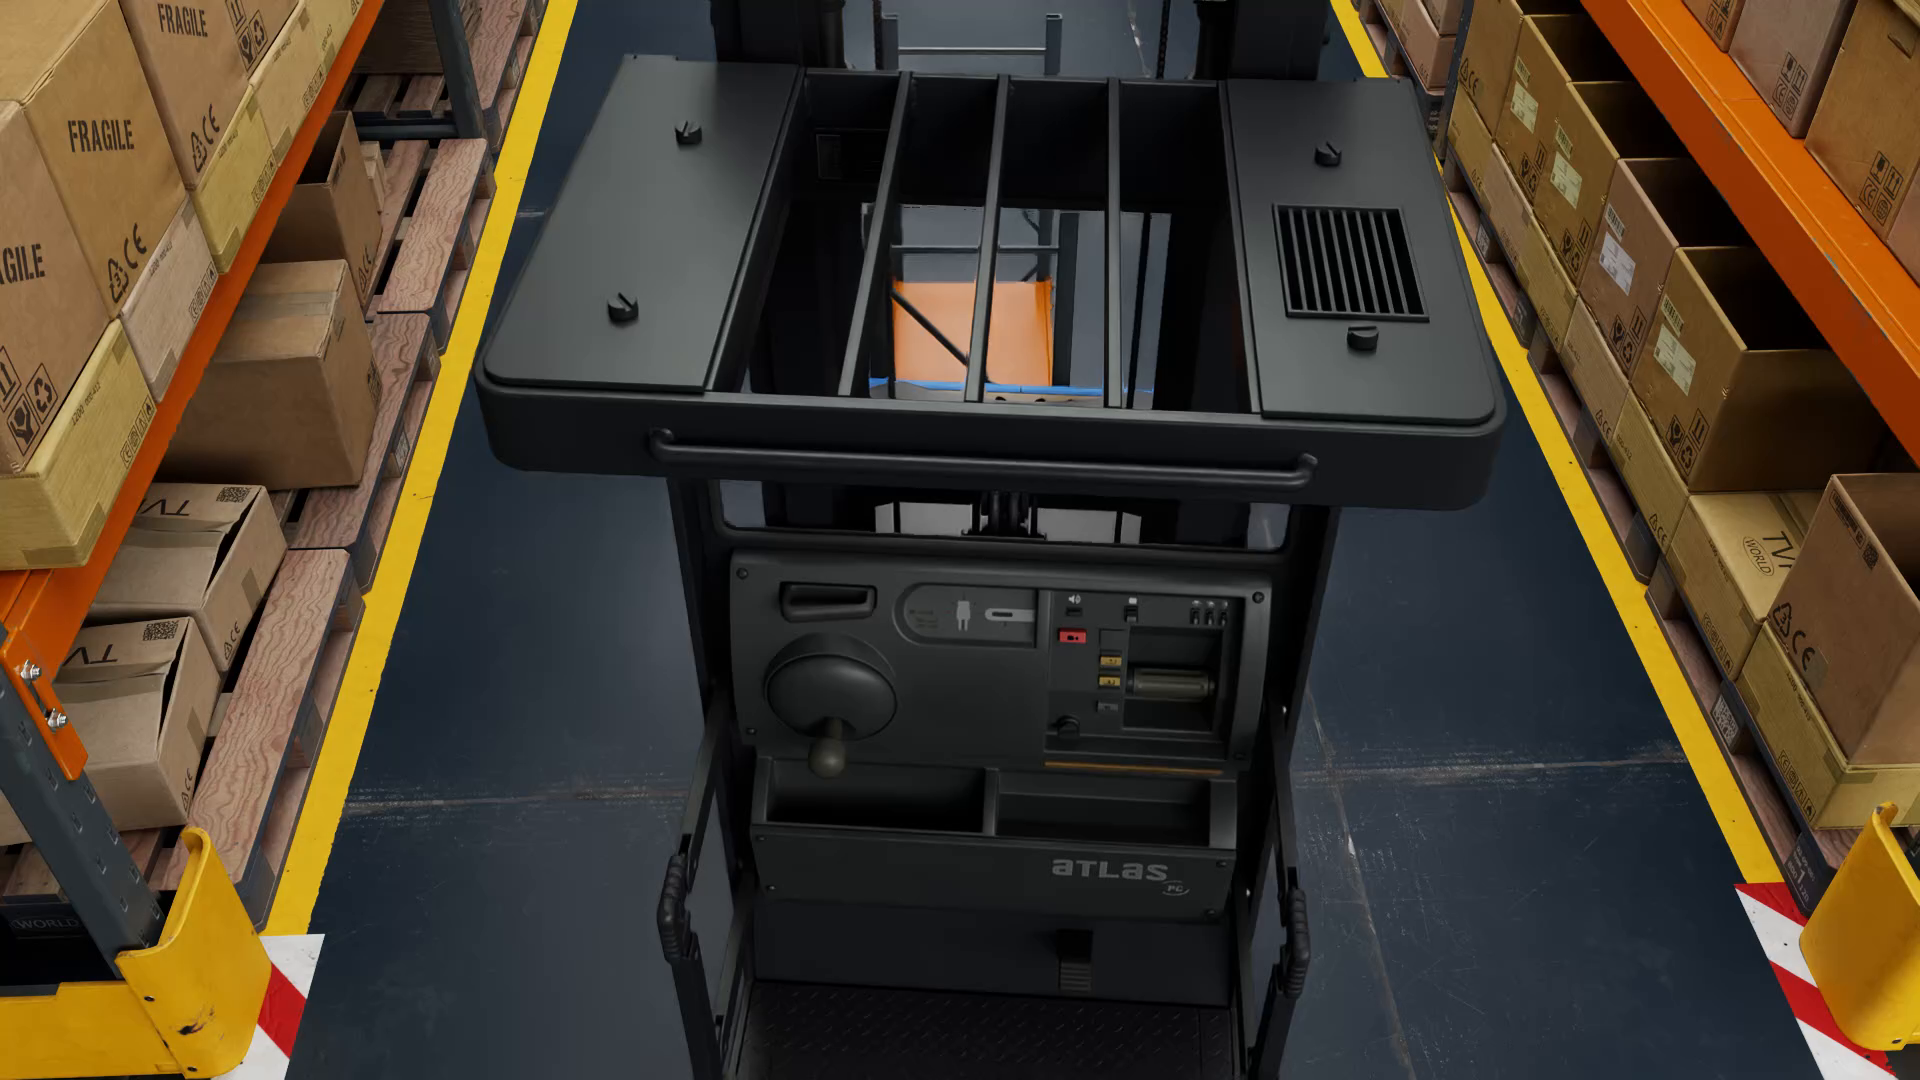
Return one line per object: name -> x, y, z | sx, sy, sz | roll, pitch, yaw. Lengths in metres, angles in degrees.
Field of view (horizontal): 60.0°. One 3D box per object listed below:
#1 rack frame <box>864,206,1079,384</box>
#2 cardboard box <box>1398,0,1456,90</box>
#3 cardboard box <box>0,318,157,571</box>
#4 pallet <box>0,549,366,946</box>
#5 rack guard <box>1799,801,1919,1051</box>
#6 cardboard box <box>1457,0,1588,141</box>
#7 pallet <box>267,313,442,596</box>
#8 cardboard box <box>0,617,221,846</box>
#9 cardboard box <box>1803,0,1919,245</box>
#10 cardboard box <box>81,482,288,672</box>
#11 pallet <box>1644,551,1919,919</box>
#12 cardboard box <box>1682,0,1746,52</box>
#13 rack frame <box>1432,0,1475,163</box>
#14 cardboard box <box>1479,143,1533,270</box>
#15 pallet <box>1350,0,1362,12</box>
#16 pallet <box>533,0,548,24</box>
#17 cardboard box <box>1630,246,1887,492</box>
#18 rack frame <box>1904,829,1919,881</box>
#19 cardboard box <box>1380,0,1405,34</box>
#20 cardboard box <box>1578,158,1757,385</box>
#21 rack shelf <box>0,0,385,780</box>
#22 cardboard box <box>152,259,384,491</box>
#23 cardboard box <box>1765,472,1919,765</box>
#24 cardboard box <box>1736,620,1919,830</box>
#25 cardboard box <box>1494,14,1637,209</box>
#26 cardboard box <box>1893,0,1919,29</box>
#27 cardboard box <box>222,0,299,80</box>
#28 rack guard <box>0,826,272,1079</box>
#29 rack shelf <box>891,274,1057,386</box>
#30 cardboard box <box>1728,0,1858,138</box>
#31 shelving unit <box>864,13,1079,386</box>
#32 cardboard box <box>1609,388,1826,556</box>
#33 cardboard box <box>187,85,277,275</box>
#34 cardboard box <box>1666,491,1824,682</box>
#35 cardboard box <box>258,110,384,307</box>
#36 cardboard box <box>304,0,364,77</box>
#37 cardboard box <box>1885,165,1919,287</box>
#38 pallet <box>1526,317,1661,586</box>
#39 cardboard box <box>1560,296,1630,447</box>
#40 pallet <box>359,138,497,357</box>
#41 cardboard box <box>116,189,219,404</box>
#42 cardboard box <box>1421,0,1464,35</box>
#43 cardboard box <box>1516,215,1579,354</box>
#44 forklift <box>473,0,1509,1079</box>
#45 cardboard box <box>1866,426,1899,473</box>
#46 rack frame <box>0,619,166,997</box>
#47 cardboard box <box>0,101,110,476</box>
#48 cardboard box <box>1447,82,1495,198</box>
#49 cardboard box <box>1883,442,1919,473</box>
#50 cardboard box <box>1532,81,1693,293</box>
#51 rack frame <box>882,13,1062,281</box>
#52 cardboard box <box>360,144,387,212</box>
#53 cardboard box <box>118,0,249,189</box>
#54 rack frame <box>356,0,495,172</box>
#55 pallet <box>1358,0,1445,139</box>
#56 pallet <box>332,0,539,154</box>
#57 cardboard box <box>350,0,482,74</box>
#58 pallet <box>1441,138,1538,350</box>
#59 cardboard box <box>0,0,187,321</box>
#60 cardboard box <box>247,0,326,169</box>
rack frame -> 0.027, -0.215, 4.375 | 0.500, 1.500, 0.032 | 0, 43, 0
cardboard box -> 2.202, -2.159, 7.110 | 0.500, 0.250, 0.500 | -2, 43, -2
cardboard box -> -1.974, -0.192, 3.336 | 0.500, 0.250, 0.500 | -3, 43, -3
pallet -> -2.273, 0.526, 4.520 | 1.003, 0.211, 1.213 | -2, 43, -2
rack guard -> 2.680, 0.891, 3.907 | 1.175, 0.500, 0.348 | -2, 43, -2
cardboard box -> 2.216, -1.842, 6.209 | 0.500, 0.500, 0.500 | -2, 43, -2
pallet -> -2.321, -0.296, 5.417 | 1.003, 0.211, 1.213 | -2, 43, -2
cardboard box -> -2.210, 0.458, 4.195 | 0.500, 0.311, 0.500 | -6, 43, -7
cardboard box -> 2.629, -1.088, 4.143 | 0.700, 0.500, 0.500 | -1, 43, -2
cardboard box -> -2.234, 0.073, 4.615 | 0.500, 0.311, 0.500 | 2, 43, 2
pallet -> 2.605, 0.467, 4.585 | 1.003, 0.211, 1.213 | -2, 43, -2
cardboard box -> 2.580, -1.789, 4.908 | 0.700, 0.500, 0.500 | -1, 43, -1
rack frame -> 2.509, -2.747, 6.027 | 1.000, 3.000, 0.127 | -2, 43, -2
cardboard box -> 2.242, -1.228, 6.094 | 0.500, 0.250, 0.500 | -2, 43, -2
pallet -> 2.384, -3.041, 8.411 | 1.003, 0.211, 1.213 | -2, 43, -2
pallet -> -2.529, -2.925, 8.285 | 1.003, 0.211, 1.213 | -2, 43, -2
cardboard box -> 2.302, -0.492, 4.736 | 0.500, 0.500, 0.500 | -2, 43, -2
rack frame -> 2.679, -0.046, 3.080 | 1.000, 3.000, 0.127 | -2, 43, -2
cardboard box -> 2.182, -2.501, 7.483 | 0.500, 0.250, 0.500 | -2, 43, -2
cardboard box -> 2.282, -0.830, 5.104 | 0.500, 0.500, 0.500 | -2, 43, -2
rack shelf -> -2.355, -0.987, 4.639 | 1.077, 0.370, 4.000 | -2, 43, -2
cardboard box -> -2.215, -0.493, 5.093 | 0.700, 0.500, 0.500 | -4, 43, -4
cardboard box -> 2.359, 0.183, 4.000 | 0.500, 0.500, 0.500 | -2, 43, -2
cardboard box -> 2.361, 0.459, 4.253 | 0.500, 0.250, 0.500 | -2, 43, -2
cardboard box -> 2.245, -1.505, 5.841 | 0.500, 0.500, 0.500 | -2, 43, -2
cardboard box -> 2.429, -1.271, 3.863 | 0.380, 0.149, 0.250 | 0, 43, 0
cardboard box -> -2.051, -1.492, 4.199 | 0.500, 0.500, 0.500 | 0, 43, 0
rack guard -> -2.273, 0.969, 3.823 | 1.175, 0.500, 0.348 | -2, 43, -2
rack shelf -> 0.030, -0.426, 4.871 | 0.538, 0.185, 1.000 | 0, 43, 0
cardboard box -> 2.603, -1.444, 4.531 | 0.700, 0.500, 0.500 | 0, 43, -1
shelving unit -> 0.030, -0.565, 4.756 | 0.587, 1.500, 1.083 | 0, 43, 0
cardboard box -> 2.305, -0.216, 4.989 | 0.500, 0.250, 0.500 | -2, 43, -2
cardboard box -> -2.026, -0.886, 4.093 | 0.500, 0.250, 0.500 | -2, 43, -2
cardboard box -> 2.328, 0.122, 4.621 | 0.500, 0.250, 0.500 | -2, 43, -2
cardboard box -> -2.356, -1.143, 5.802 | 0.500, 0.500, 0.500 | -5, 43, -5
cardboard box -> -2.067, -1.567, 4.836 | 0.500, 0.250, 0.500 | -2, 43, -2
cardboard box -> 2.645, -0.753, 3.778 | 0.700, 0.500, 0.500 | -1, 43, -1
pallet -> 2.556, -0.355, 5.481 | 1.003, 0.211, 1.213 | -2, 43, -2
cardboard box -> 2.285, -0.553, 5.358 | 0.500, 0.250, 0.500 | -2, 43, -2
pallet -> -2.376, -1.122, 6.317 | 1.003, 0.211, 1.213 | -2, 43, -2
cardboard box -> -2.010, -0.542, 3.718 | 0.500, 0.250, 0.500 | -3, 43, -3
cardboard box -> 2.205, -2.360, 6.914 | 0.500, 0.311, 0.500 | -2, 43, -2
cardboard box -> 2.258, -0.891, 5.726 | 0.500, 0.250, 0.500 | -2, 43, -2
forklift -> 0.052, 0.315, 2.738 | 1.130, 2.935, 3.031 | 3, 43, 3
cardboard box -> 2.821, -0.507, 4.752 | 0.500, 0.500, 0.500 | -2, 43, -2
rack frame -> -2.270, 0.098, 2.923 | 1.000, 3.000, 0.127 | -2, 43, -2
cardboard box -> -1.990, -0.461, 3.074 | 0.500, 0.500, 0.500 | -2, 43, -2
cardboard box -> 2.226, -1.566, 6.463 | 0.500, 0.250, 0.500 | -2, 43, -2
cardboard box -> 2.855, -0.170, 4.384 | 0.500, 0.500, 0.500 | -2, 43, -2
cardboard box -> 2.258, -1.167, 5.472 | 0.500, 0.500, 0.500 | -2, 43, -2
rack frame -> 0.034, -0.902, 5.125 | 0.500, 1.500, 0.032 | 0, 43, 0
cardboard box -> -2.387, -1.359, 6.284 | 0.380, 0.166, 0.250 | -7, 43, -7
cardboard box -> -2.017, -1.144, 3.819 | 0.500, 0.500, 0.500 | -3, 43, -3
rack frame -> -2.440, -2.602, 5.869 | 1.000, 3.000, 0.127 | -2, 43, -2
pallet -> 2.439, -2.215, 7.510 | 1.003, 0.211, 1.213 | -2, 43, -2
pallet -> -2.475, -2.100, 7.384 | 1.003, 0.211, 1.213 | -2, 43, -2
cardboard box -> -2.488, -2.339, 7.106 | 0.700, 0.500, 0.500 | 0, 43, 0
pallet -> 2.501, -1.181, 6.382 | 1.003, 0.211, 1.213 | -2, 43, -2
cardboard box -> -2.001, -0.795, 3.439 | 0.500, 0.500, 0.500 | -2, 43, -2
cardboard box -> -2.045, -1.228, 4.466 | 0.500, 0.250, 0.500 | -1, 43, -1
